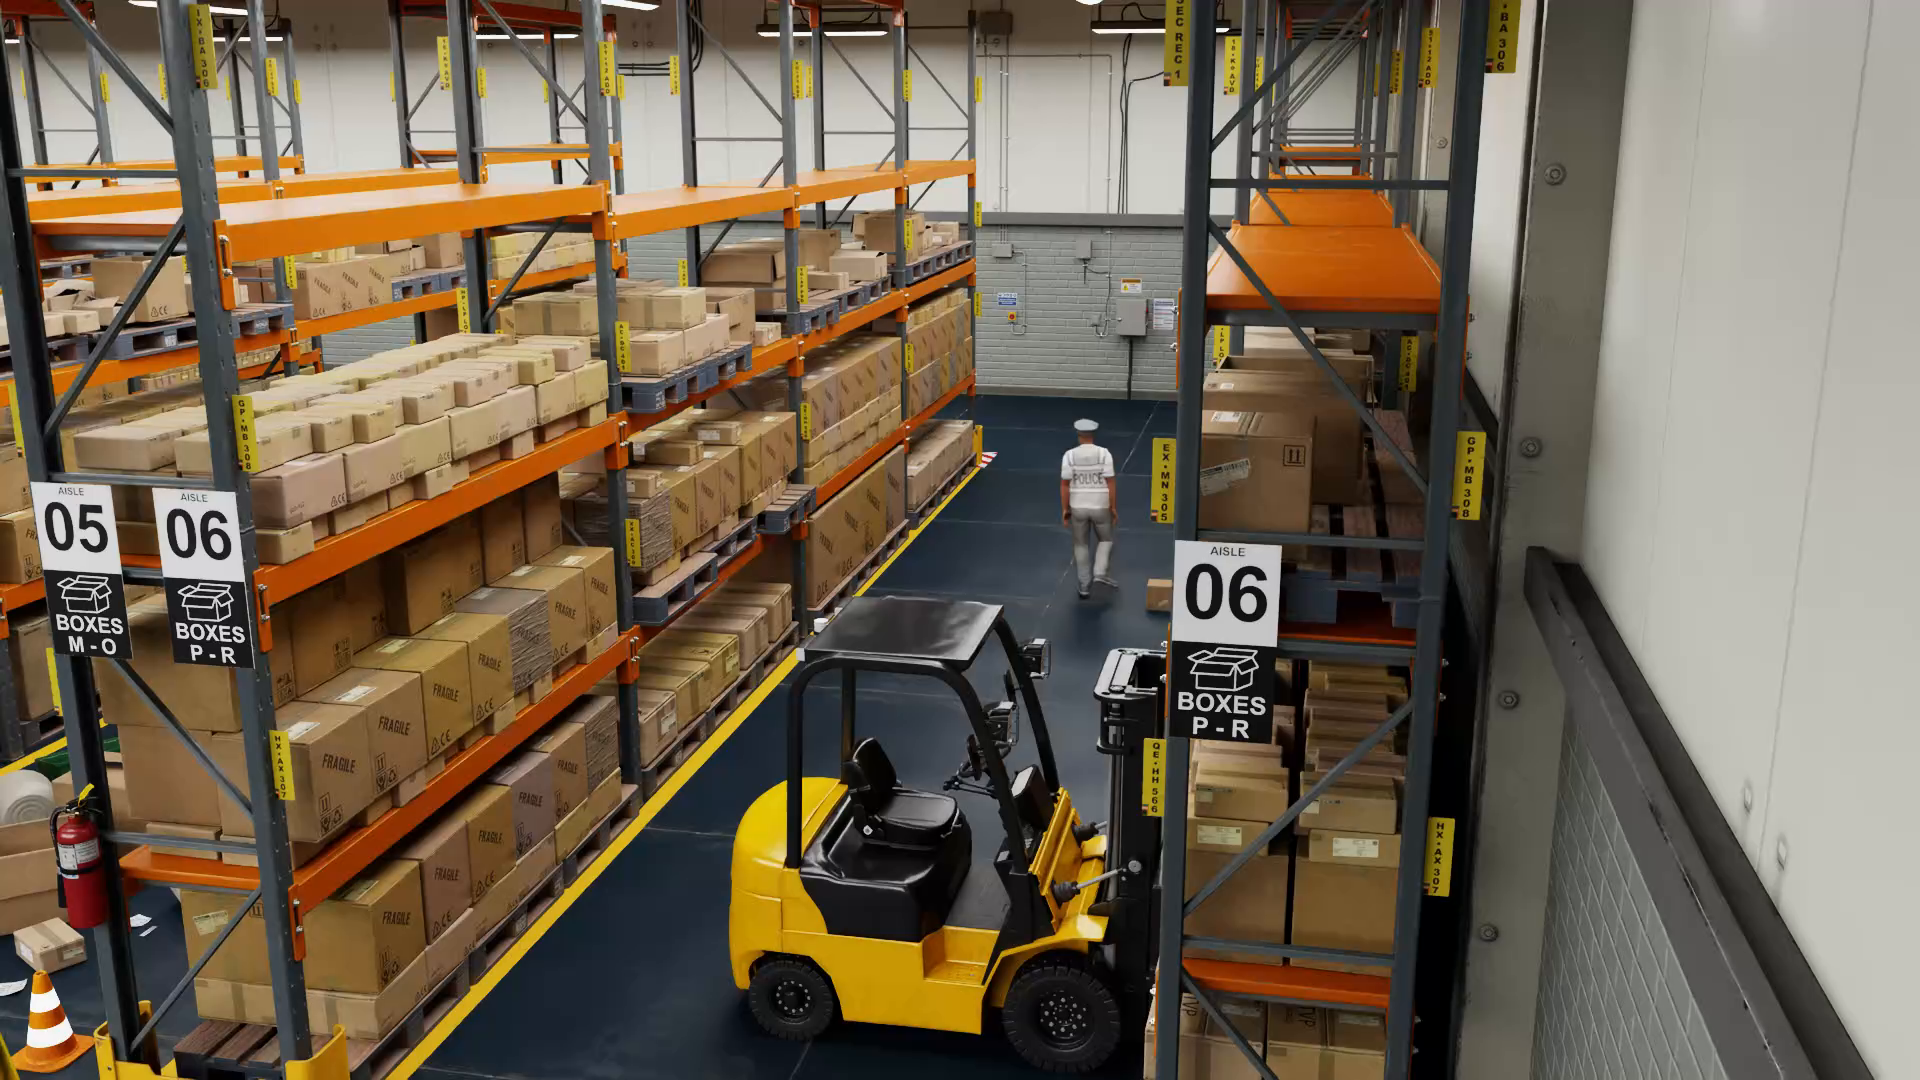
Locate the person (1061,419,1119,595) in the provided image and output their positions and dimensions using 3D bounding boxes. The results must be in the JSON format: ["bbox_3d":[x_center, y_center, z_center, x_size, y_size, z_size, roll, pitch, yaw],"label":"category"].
[{"bbox_3d":[1.303,-0.306,16.638,0.605,1.753,0.551,2,15,6],"label":"person"}]
